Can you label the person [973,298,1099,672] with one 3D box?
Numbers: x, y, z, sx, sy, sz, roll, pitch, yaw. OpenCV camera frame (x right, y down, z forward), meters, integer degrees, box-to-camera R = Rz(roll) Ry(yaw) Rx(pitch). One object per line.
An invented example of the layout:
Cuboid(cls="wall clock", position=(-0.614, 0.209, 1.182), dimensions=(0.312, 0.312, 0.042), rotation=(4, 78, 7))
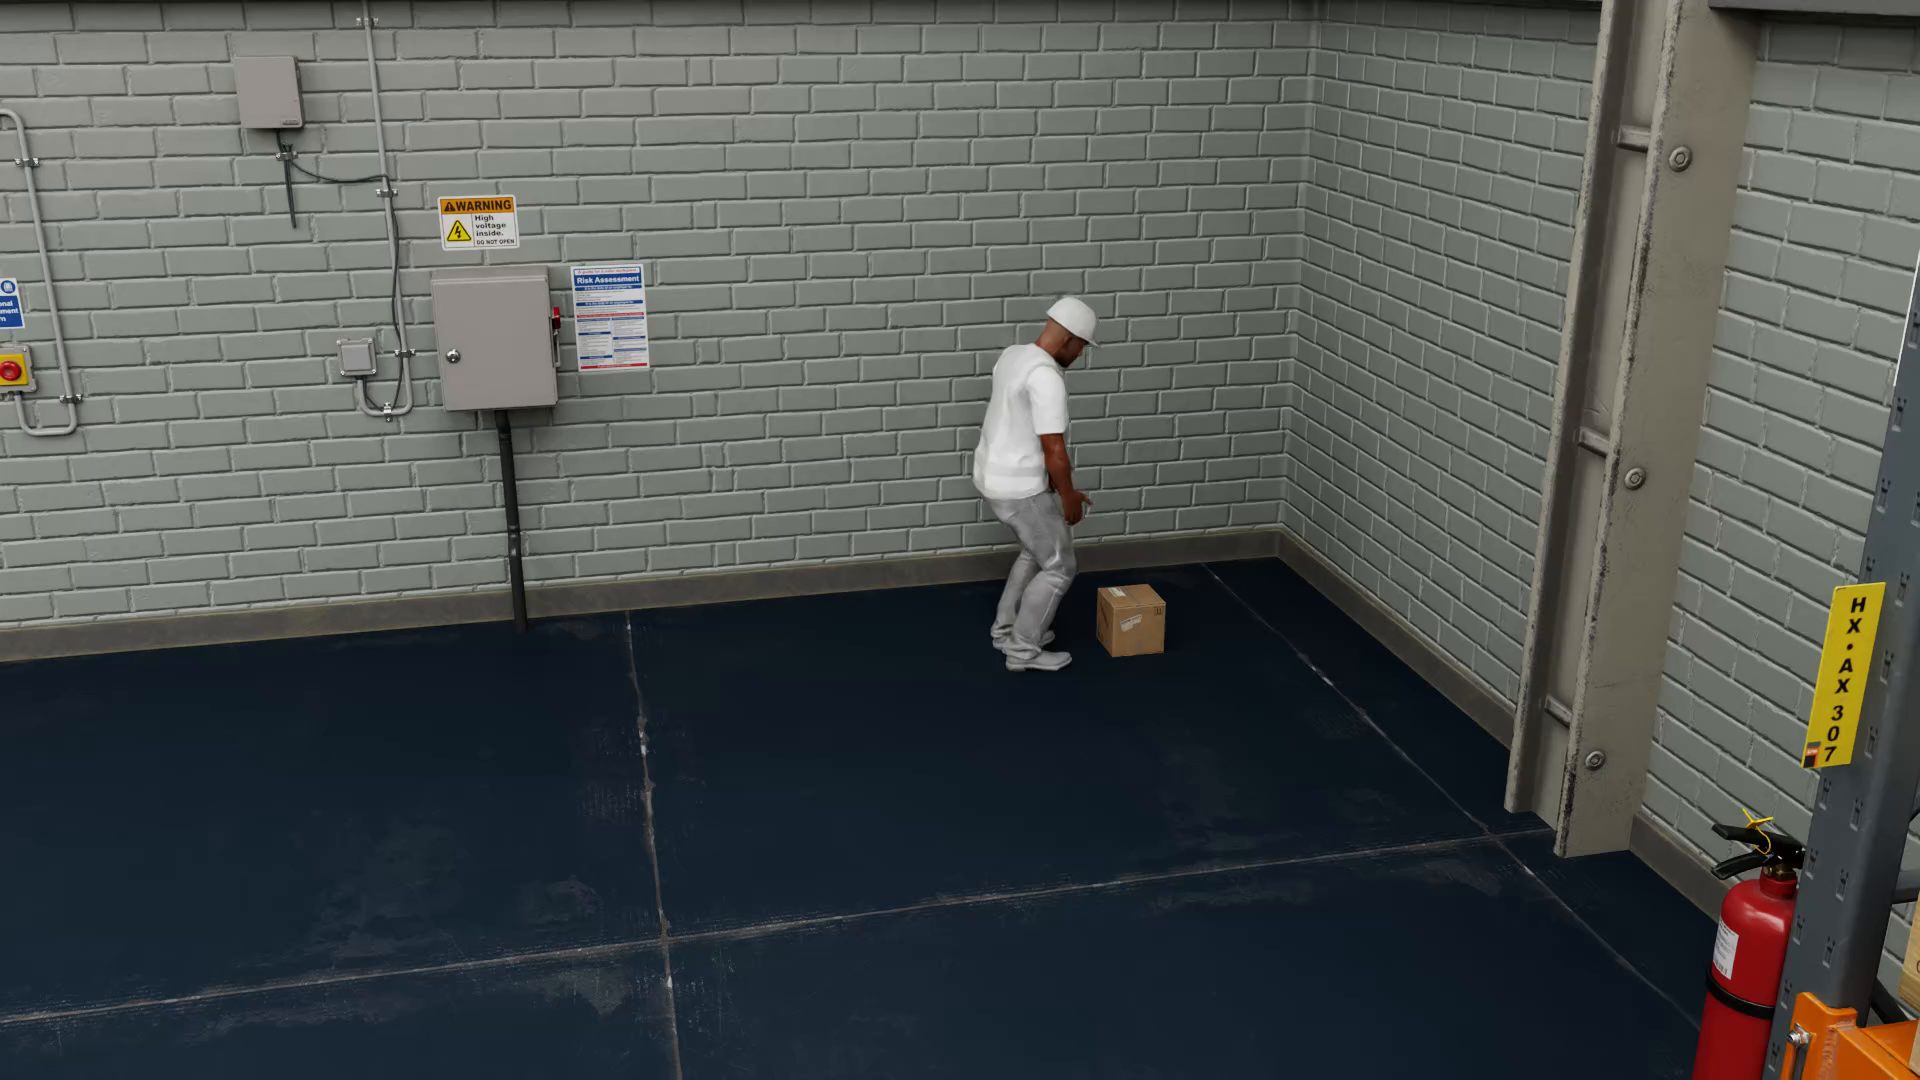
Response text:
Cuboid(cls="person", position=(0.340, -0.259, 7.442), dimensions=(0.554, 1.651, 0.610), rotation=(-4, 20, -11))
